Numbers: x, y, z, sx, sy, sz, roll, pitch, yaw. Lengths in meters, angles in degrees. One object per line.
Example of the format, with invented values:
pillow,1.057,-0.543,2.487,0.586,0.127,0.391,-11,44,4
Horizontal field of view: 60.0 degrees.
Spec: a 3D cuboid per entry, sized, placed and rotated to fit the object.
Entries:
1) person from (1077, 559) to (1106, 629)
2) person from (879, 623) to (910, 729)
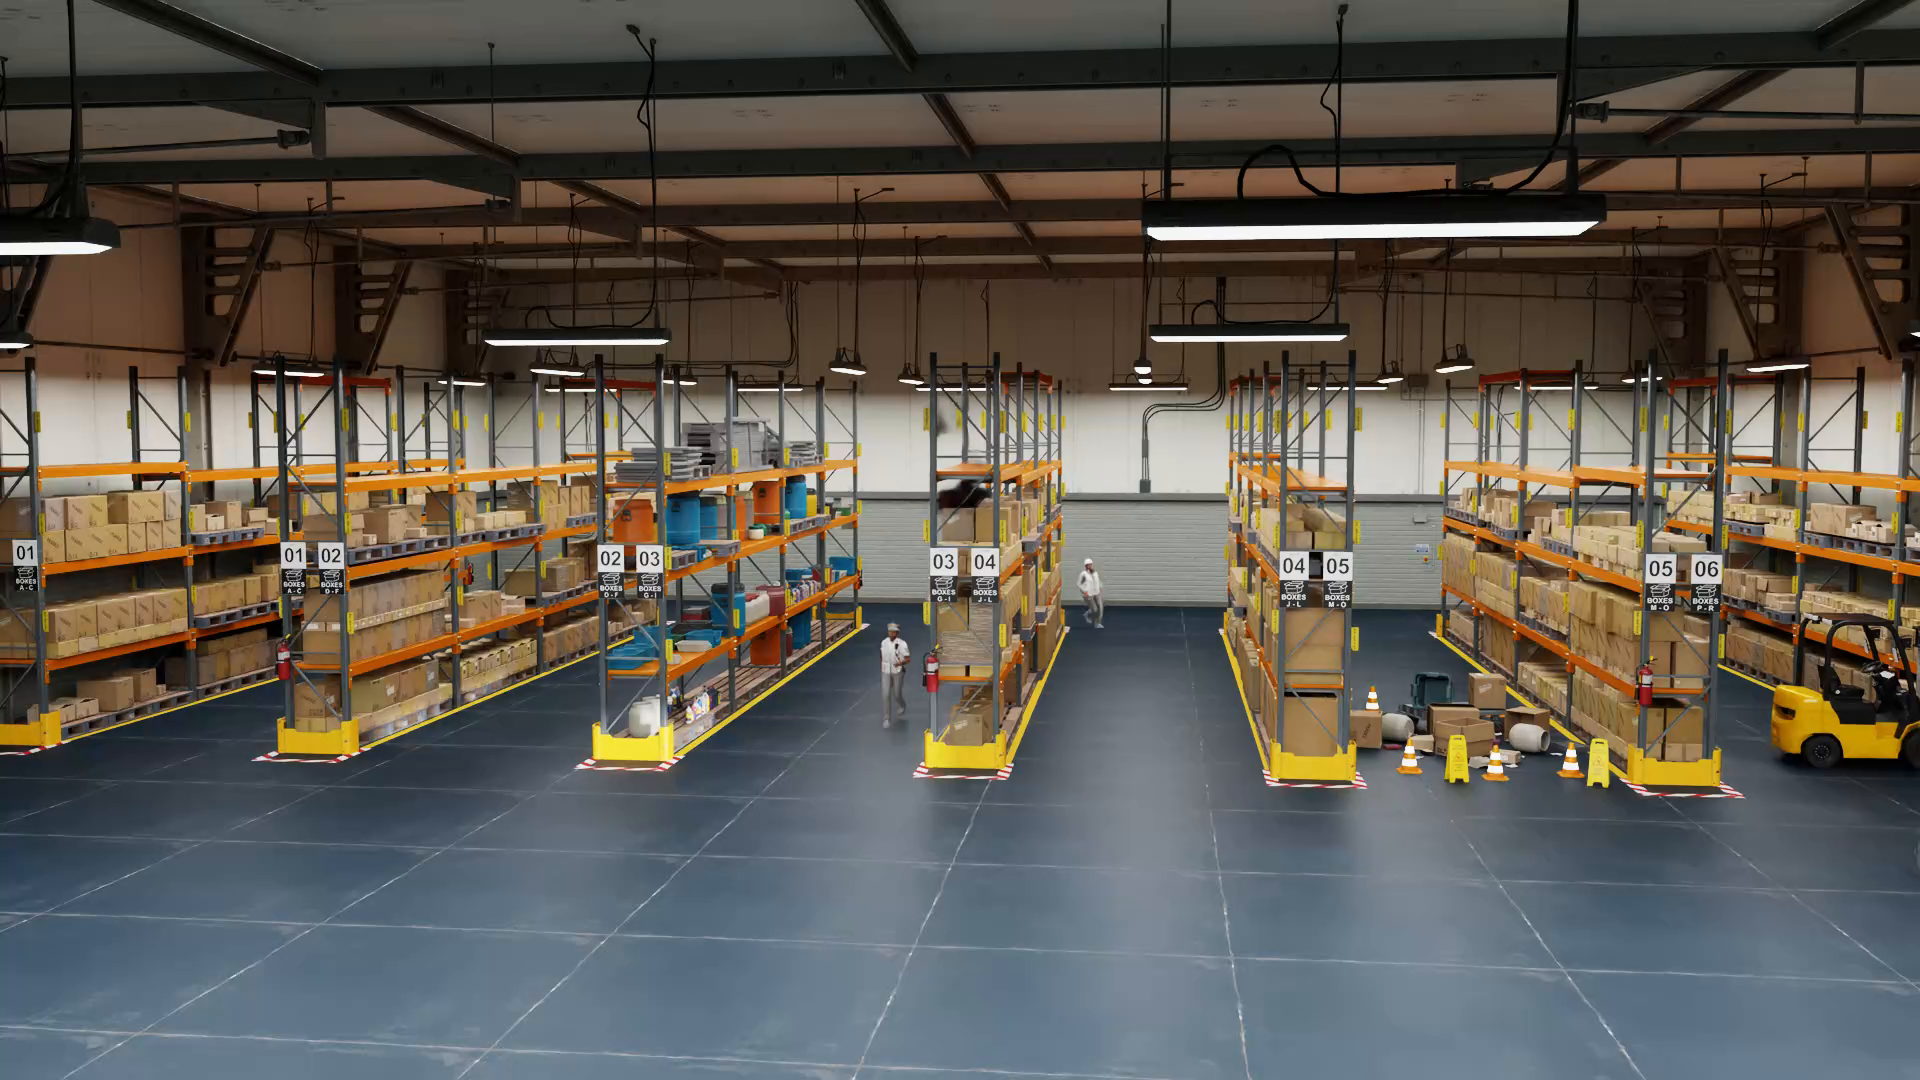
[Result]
person,3.169,1.308,40.247,0.704,1.720,0.549,-2,5,-30
person,-1.098,2.213,27.558,0.580,1.707,0.915,1,4,14
